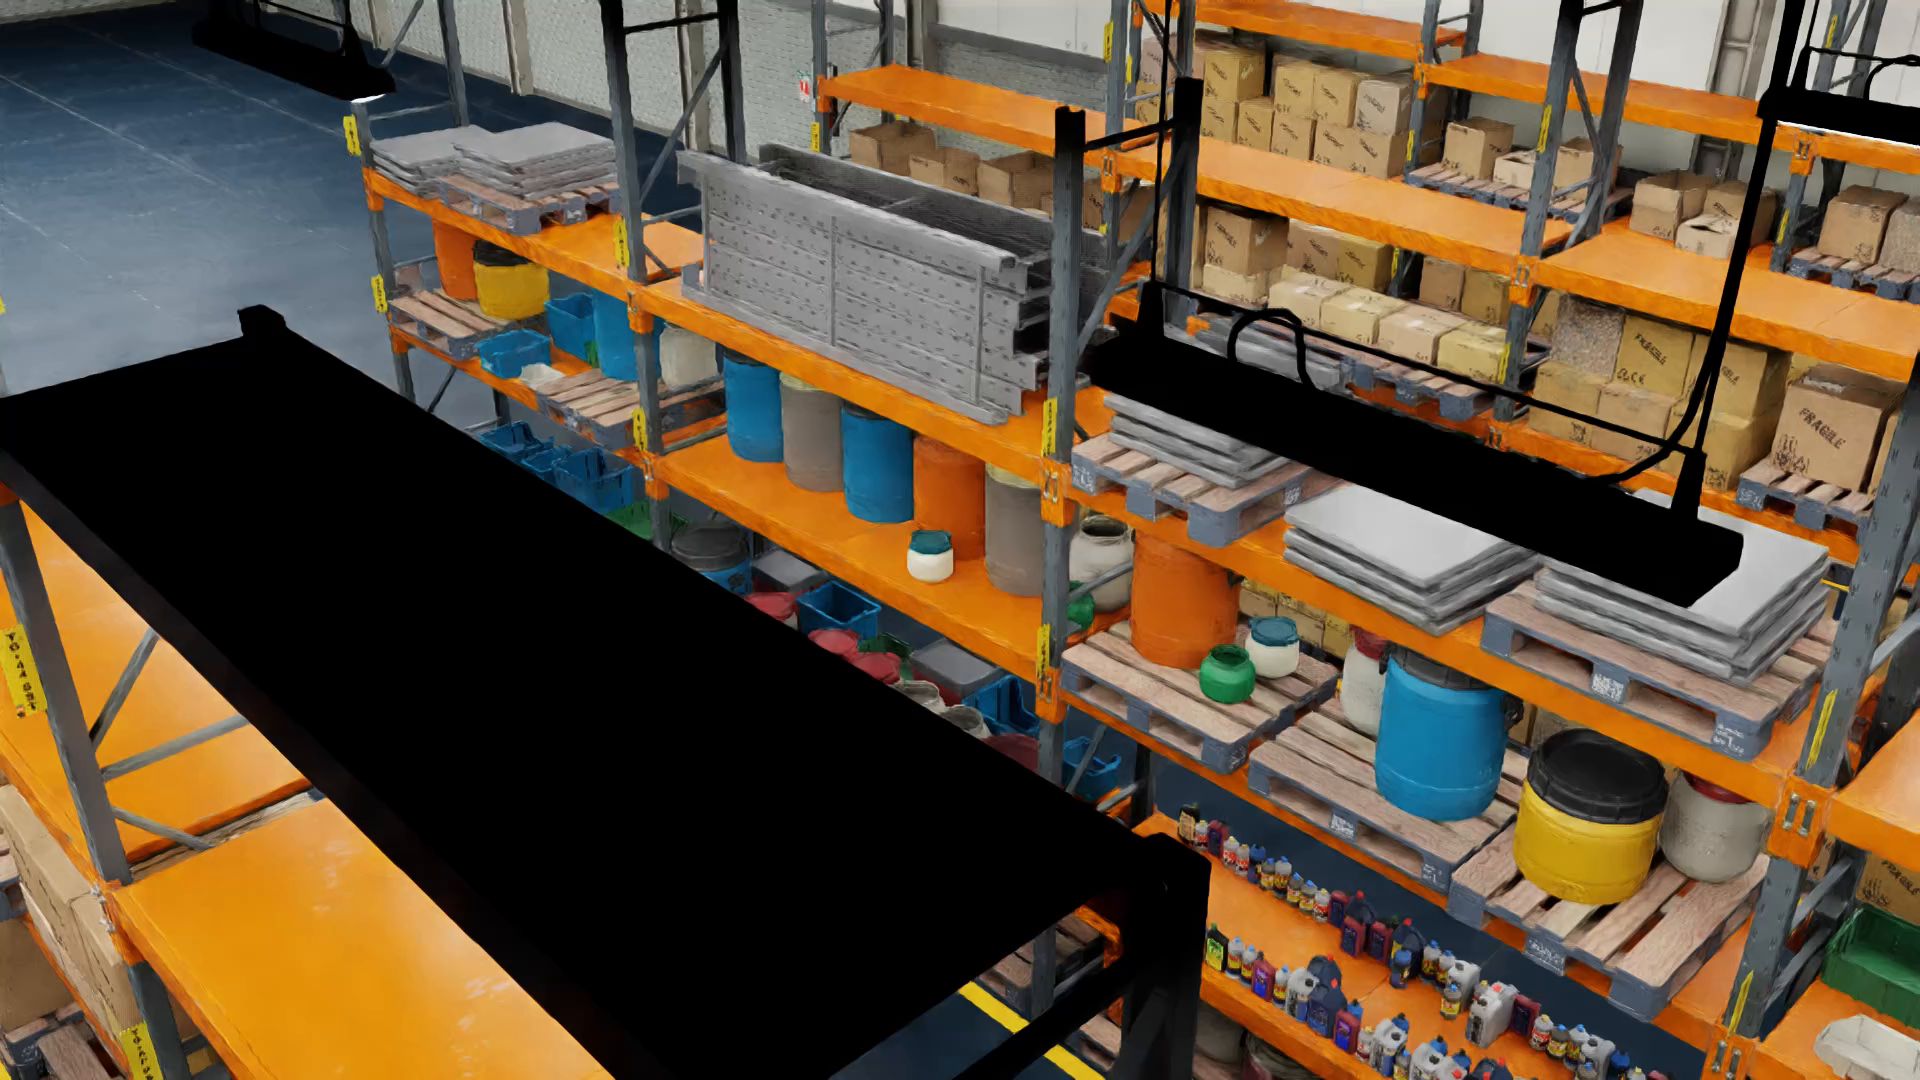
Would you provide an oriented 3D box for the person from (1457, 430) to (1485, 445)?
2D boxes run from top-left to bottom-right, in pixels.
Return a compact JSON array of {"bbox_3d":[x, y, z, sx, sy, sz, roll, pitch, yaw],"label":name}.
[{"bbox_3d":[5.444,-1.304,17.359,0.625,1.794,0.468,11,30,20],"label":"person"}]
